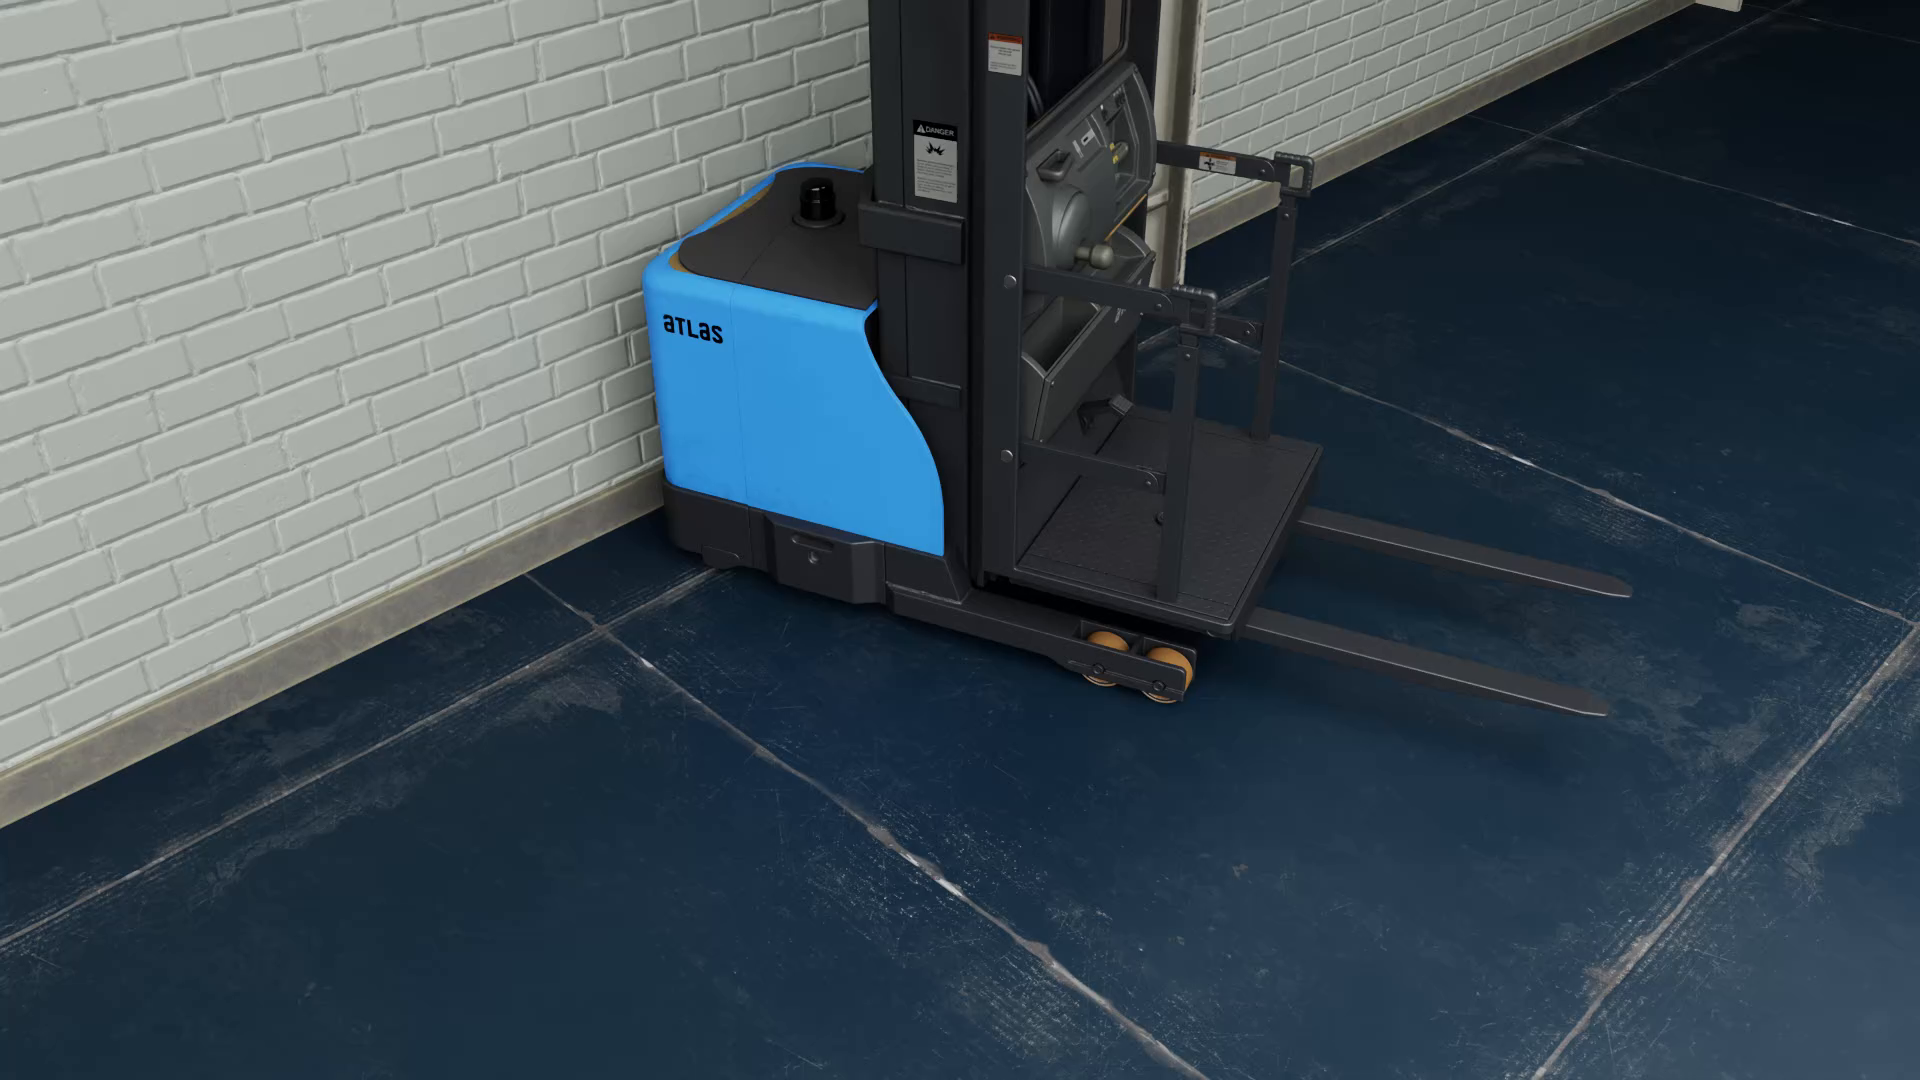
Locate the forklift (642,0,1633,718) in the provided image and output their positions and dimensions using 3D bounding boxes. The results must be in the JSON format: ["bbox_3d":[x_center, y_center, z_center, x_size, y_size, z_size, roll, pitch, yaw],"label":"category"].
[{"bbox_3d":[0.568,-1.056,4.701,3.031,2.935,1.130,14,37,20],"label":"forklift"}]

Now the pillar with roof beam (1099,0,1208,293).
[{"bbox_3d":[3.789,-3.016,2.208,9.100,9.000,0.400,30,45,35],"label":"pillar with roof beam"}]
